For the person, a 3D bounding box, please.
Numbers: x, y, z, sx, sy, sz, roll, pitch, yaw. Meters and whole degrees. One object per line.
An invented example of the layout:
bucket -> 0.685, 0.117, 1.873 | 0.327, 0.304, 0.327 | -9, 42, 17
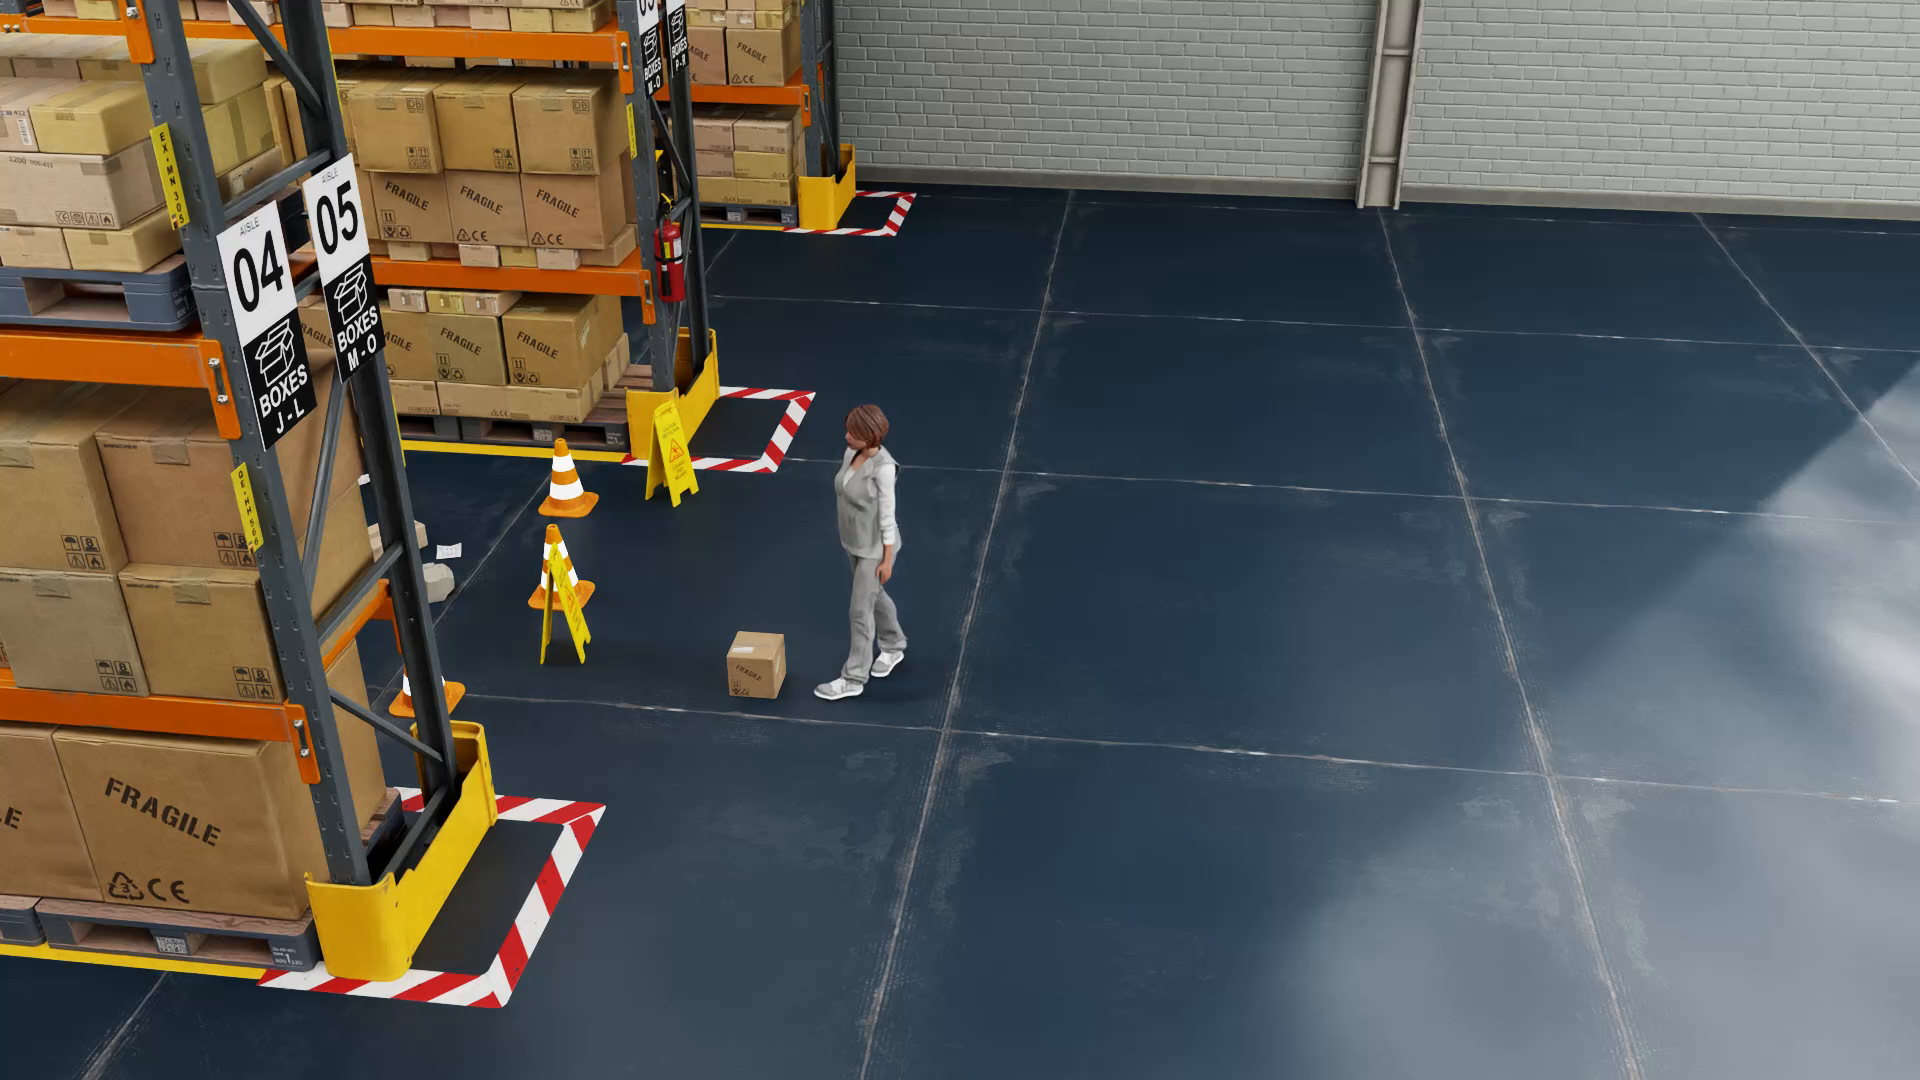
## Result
person -> -0.524, 0.055, 8.533 | 0.619, 1.573, 0.419 | -15, 32, -25
